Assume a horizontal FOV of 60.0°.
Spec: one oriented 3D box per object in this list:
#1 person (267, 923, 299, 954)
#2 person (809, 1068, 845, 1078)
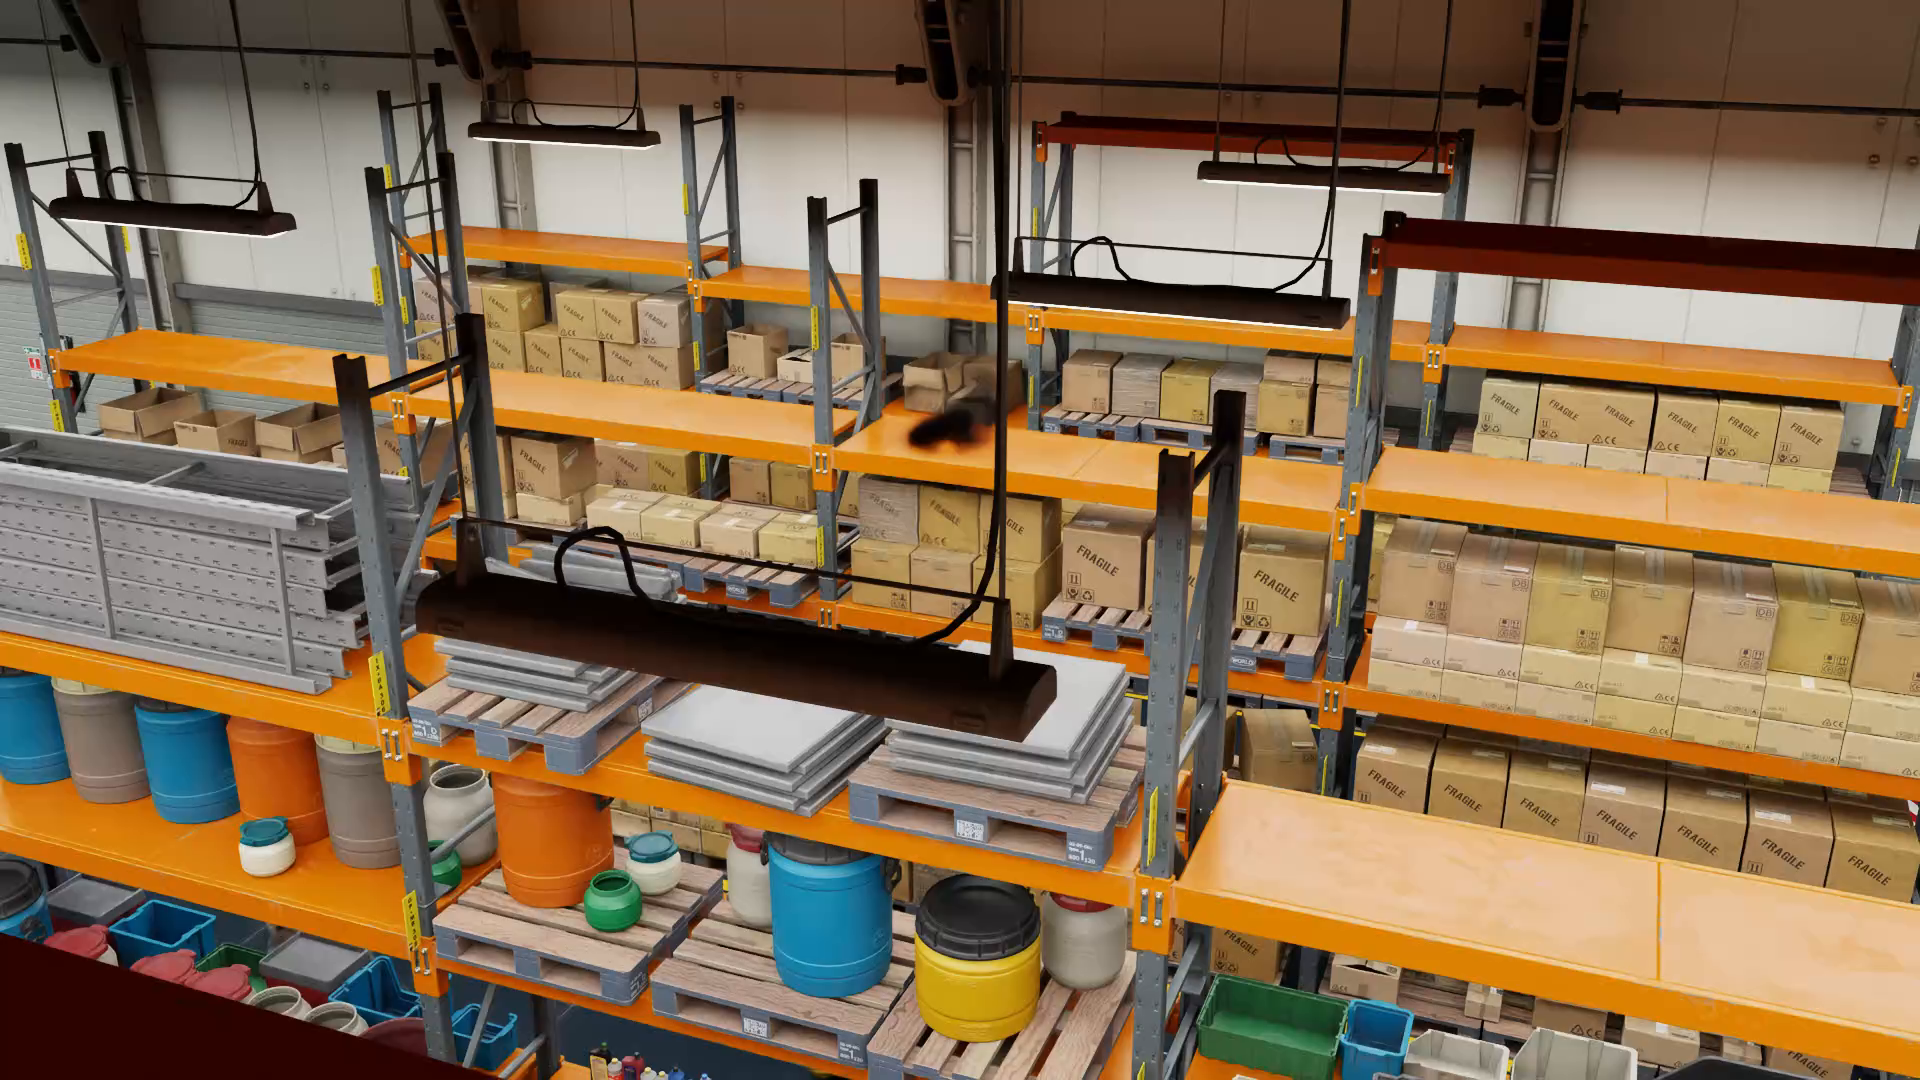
[{"bbox_3d":[-5.010,2.859,12.576,0.492,1.663,0.623,10,23,25],"label":"person"},{"bbox_3d":[-0.739,3.106,11.826,0.744,1.737,0.705,4,21,9],"label":"person"}]
